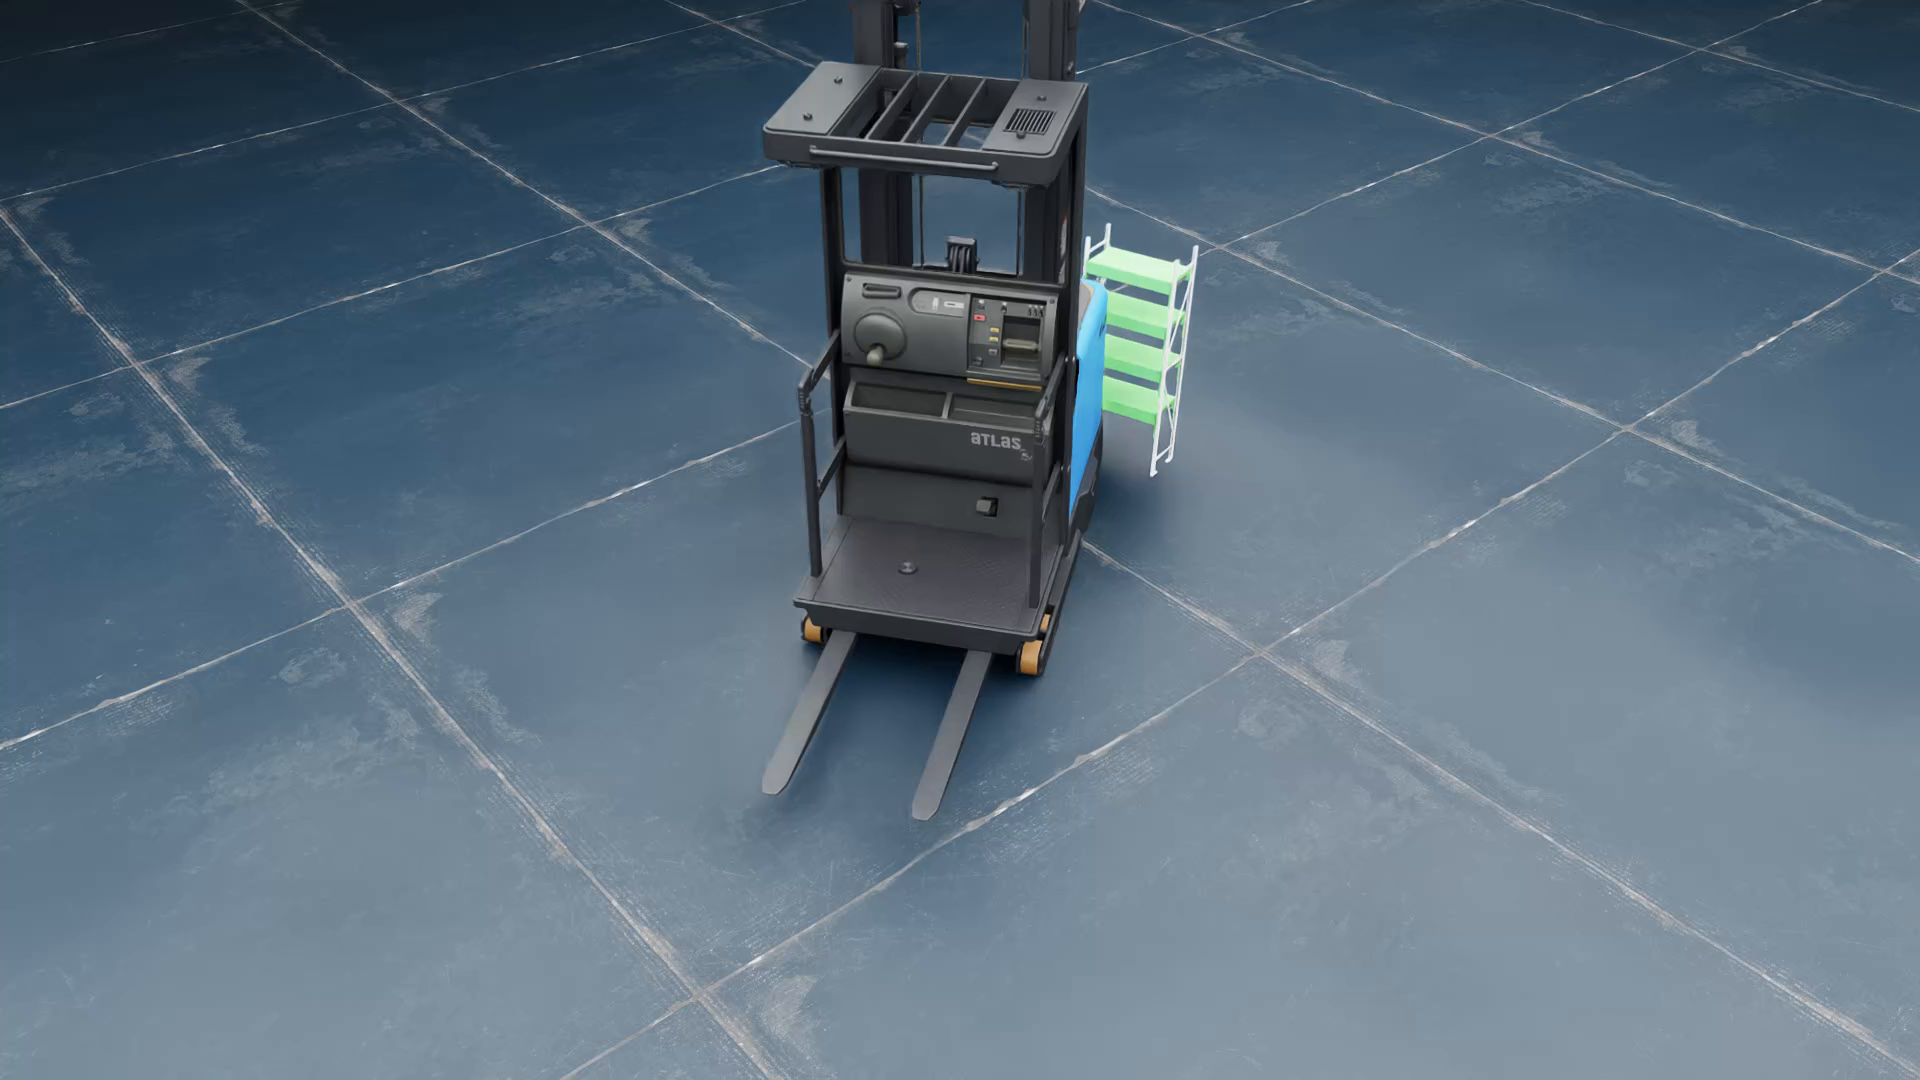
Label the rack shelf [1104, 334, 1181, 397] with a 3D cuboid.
[{"bbox_3d":[0.877,-0.916,8.600,0.480,0.148,0.258,20,36,26],"label":"rack shelf"}]

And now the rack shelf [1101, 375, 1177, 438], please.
[{"bbox_3d":[0.867,-0.712,8.726,0.480,0.148,0.258,20,36,26],"label":"rack shelf"}]

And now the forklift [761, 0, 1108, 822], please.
[{"bbox_3d":[-0.098,-0.836,6.894,1.130,2.935,3.031,8,36,11],"label":"forklift"}]

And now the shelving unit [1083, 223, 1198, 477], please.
[{"bbox_3d":[0.879,-0.970,8.566,0.503,1.200,0.258,20,36,26],"label":"shelving unit"}]

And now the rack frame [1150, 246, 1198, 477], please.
[{"bbox_3d":[1.086,-0.895,8.461,0.015,1.200,0.240,20,36,26],"label":"rack frame"}]

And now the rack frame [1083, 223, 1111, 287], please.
[{"bbox_3d":[0.672,-1.045,8.671,0.015,1.200,0.240,20,36,26],"label":"rack frame"}]

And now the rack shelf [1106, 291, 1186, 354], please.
[{"bbox_3d":[0.886,-1.120,8.474,0.480,0.148,0.258,20,36,26],"label":"rack shelf"}]

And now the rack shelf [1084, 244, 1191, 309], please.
[{"bbox_3d":[0.896,-1.324,8.348,0.480,0.148,0.258,20,36,26],"label":"rack shelf"}]
